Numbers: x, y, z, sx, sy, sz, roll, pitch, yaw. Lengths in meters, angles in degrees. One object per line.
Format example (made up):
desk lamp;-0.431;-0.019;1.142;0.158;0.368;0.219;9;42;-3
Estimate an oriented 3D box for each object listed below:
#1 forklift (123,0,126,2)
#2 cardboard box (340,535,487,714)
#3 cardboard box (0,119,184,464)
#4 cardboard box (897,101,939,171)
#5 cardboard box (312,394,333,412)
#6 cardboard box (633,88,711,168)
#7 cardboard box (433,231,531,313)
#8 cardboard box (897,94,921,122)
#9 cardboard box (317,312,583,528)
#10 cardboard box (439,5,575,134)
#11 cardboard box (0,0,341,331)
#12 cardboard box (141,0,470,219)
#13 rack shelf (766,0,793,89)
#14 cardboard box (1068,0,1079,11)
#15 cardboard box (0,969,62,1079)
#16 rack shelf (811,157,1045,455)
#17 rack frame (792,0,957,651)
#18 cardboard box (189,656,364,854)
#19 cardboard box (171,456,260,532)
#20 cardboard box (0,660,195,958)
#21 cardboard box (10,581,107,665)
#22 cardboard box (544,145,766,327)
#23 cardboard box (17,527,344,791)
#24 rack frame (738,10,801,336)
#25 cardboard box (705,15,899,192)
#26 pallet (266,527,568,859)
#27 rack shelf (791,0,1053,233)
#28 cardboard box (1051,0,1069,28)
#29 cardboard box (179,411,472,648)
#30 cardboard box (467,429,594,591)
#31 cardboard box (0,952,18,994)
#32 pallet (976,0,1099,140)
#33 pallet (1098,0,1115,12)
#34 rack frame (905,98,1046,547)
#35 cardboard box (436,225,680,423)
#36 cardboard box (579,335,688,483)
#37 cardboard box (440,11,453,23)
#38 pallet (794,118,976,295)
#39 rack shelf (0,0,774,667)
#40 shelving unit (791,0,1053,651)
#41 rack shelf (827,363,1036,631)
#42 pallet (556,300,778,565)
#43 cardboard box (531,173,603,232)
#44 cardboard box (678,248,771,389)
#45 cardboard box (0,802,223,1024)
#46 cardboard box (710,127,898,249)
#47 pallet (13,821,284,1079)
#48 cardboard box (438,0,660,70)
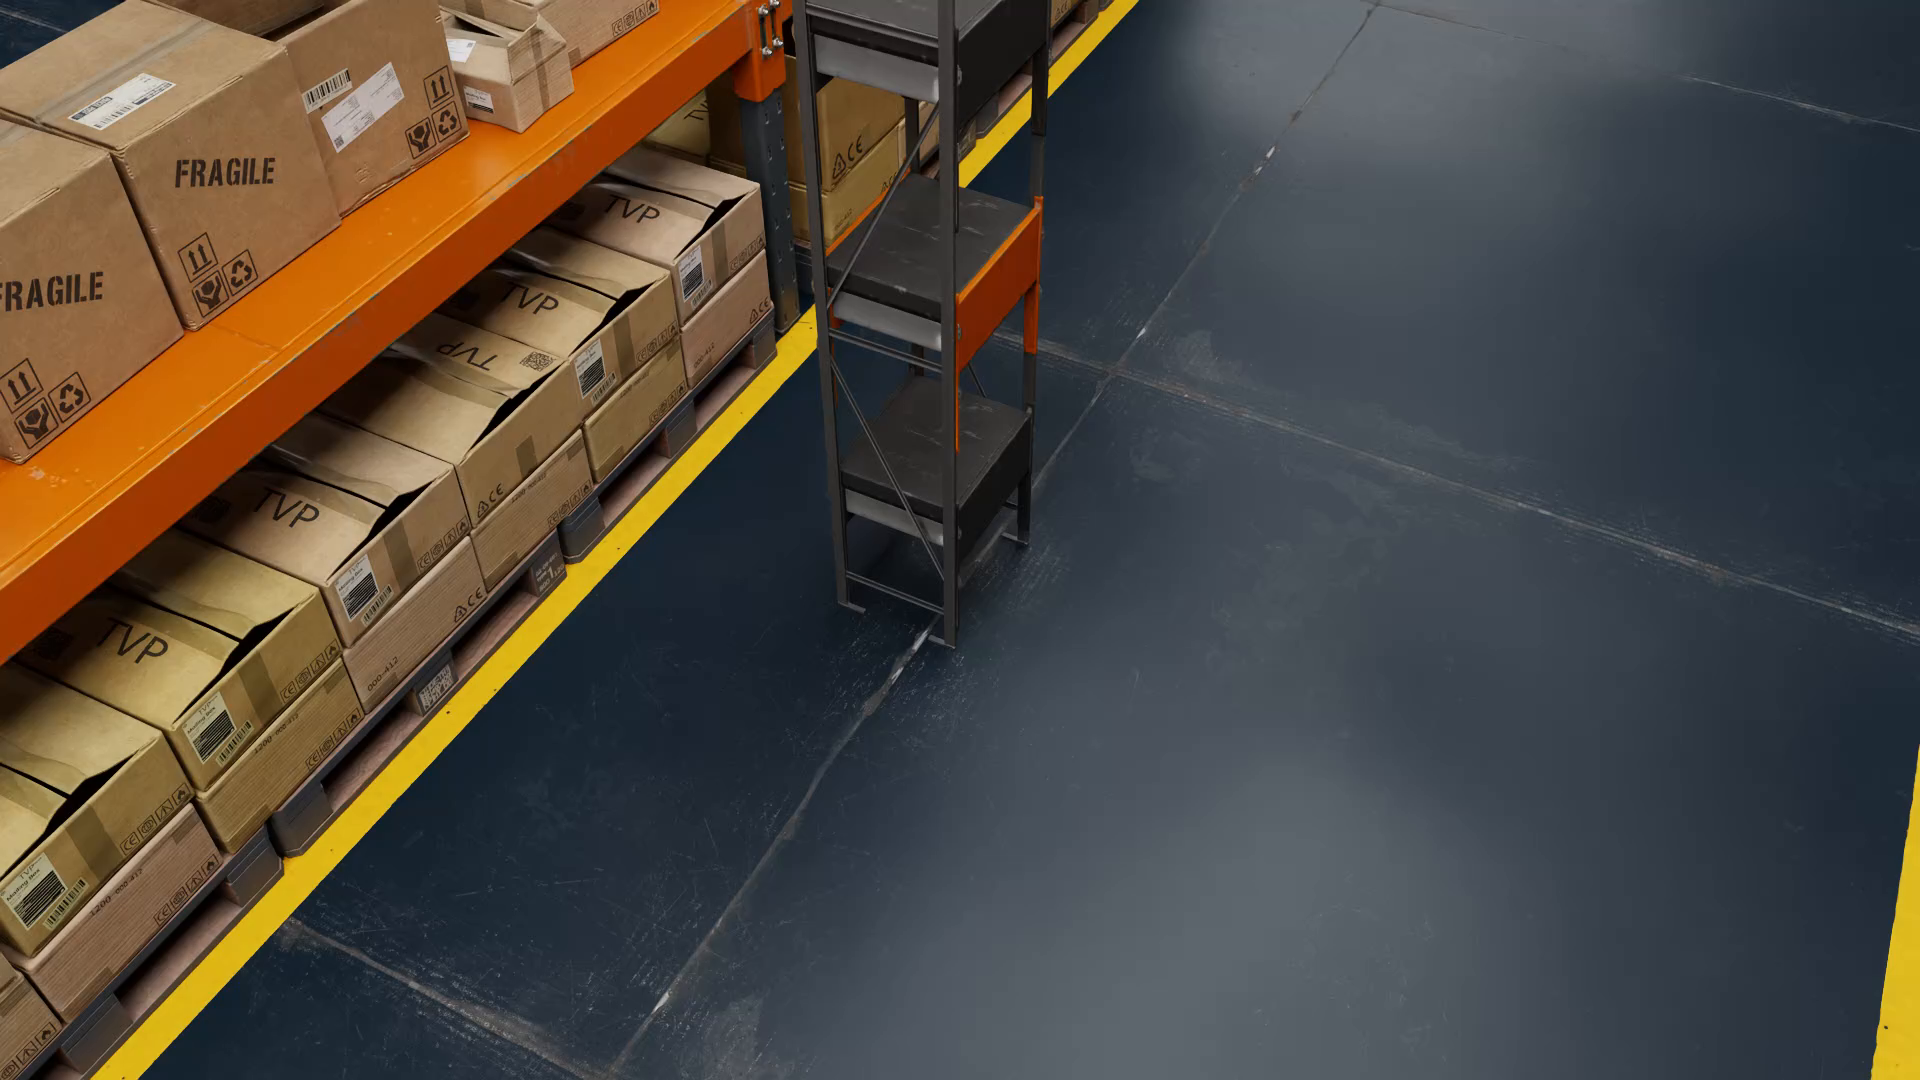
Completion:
forklift;-2.745;-2.759;5.916;1.130;2.935;3.031;27;51;24
cardboard box;-1.696;0.146;4.635;0.500;0.250;0.500;21;49;20
cardboard box;-2.142;-0.568;3.632;0.500;0.500;0.500;18;48;17
cardboard box;-0.329;-1.677;6.436;0.500;0.250;0.500;20;49;19
cardboard box;-1.938;-0.550;4.929;0.500;0.311;0.500;19;48;18
cardboard box;-1.028;-1.536;6.297;0.500;0.250;0.500;20;49;19
cardboard box;-1.699;-0.877;5.251;0.500;0.311;0.500;20;49;19
cardboard box;-0.332;-1.941;6.171;0.500;0.500;0.500;20;49;19
cardboard box;-1.453;-0.375;4.756;0.500;0.311;0.500;20;49;19
cardboard box;-1.295;-1.329;4.549;0.396;0.266;0.258;19;48;18
cardboard box;-1.897;-0.900;3.960;0.500;0.500;0.500;21;49;19
cardboard box;-1.665;-1.215;4.272;0.500;0.500;0.500;24;50;22
rack shelf;-0.121;-2.998;6.609;1.077;0.370;4.000;20;49;19
cardboard box;0.368;-2.621;7.370;0.500;0.250;0.500;20;49;19
cardboard box;-2.403;1.115;3.677;0.500;0.250;0.500;20;49;19
rack shelf;-0.077;-0.624;4.410;0.431;0.518;0.480;20;49;19
rack frame;-0.190;-0.480;4.248;0.400;2.100;0.015;20;49;19
cardboard box;-1.934;0.469;4.316;0.500;0.250;0.500;19;48;18
cardboard box;-2.174;-0.222;4.604;0.500;0.311;0.500;22;49;20
cardboard box;-2.167;0.585;3.807;0.500;0.311;0.500;19;48;18
cardboard box;-2.409;0.093;4.292;0.500;0.311;0.500;20;49;19
cardboard box;-0.984;-1.019;5.392;0.500;0.311;0.500;20;49;19
cardboard box;-1.928;0.264;4.124;0.500;0.311;0.500;19;48;18
rack frame;-1.049;-1.990;5.108;1.000;3.000;0.127;20;49;19
cardboard box;-0.557;-1.624;5.857;0.500;0.500;0.500;20;49;19
pallet;-1.922;0.238;4.866;1.003;0.211;1.213;20;49;19
rack shelf;-0.077;-1.116;3.912;0.431;0.518;0.480;20;49;19
cardboard box;0.134;-2.307;7.059;0.500;0.250;0.500;20;49;19
cardboard box;-1.690;-0.060;4.444;0.500;0.311;0.500;20;49;19
cardboard box;-1.459;-0.174;4.951;0.500;0.250;0.500;21;49;20
cardboard box;-2.403;0.918;3.477;0.500;0.311;0.500;22;49;20
pallet;-0.078;-2.269;7.344;1.003;0.211;1.213;20;49;19
pallet;0.489;-3.035;8.101;1.003;0.211;1.213;20;49;19
rack frame;0.036;-0.788;4.552;0.400;2.100;0.015;20;49;19
cardboard box;-1.219;-0.689;5.066;0.500;0.311;0.500;22;49;20
cardboard box;-1.222;-0.497;5.270;0.500;0.250;0.500;20;49;18
cardboard box;-1.642;-1.411;4.713;0.380;0.149;0.250;20;49;19
pallet;-0.643;-1.497;6.581;1.003;0.211;1.213;20;49;19
rack shelf;-1.978;-0.478;4.119;1.077;0.370;4.000;20;49;19
shelving unit;-0.077;-0.634;4.400;0.431;2.100;0.503;20;49;19
rack shelf;-0.077;-0.132;4.908;0.431;0.518;0.480;20;49;19
pallet;-1.357;-0.533;5.629;1.003;0.211;1.213;20;49;19
cardboard box;-1.462;-1.191;5.561;0.500;0.311;0.500;21;49;19
cardboard box;-0.985;-0.815;5.584;0.500;0.250;0.500;20;49;19
cardboard box;-2.170;0.798;3.990;0.500;0.250;0.500;19;48;18
cardboard box;-0.566;-1.364;6.127;0.500;0.250;0.500;20;49;19
pallet;-2.490;1.004;4.109;1.003;0.211;1.213;20;49;19
cardboard box;-1.239;-1.613;4.841;0.500;0.250;0.500;23;50;21
